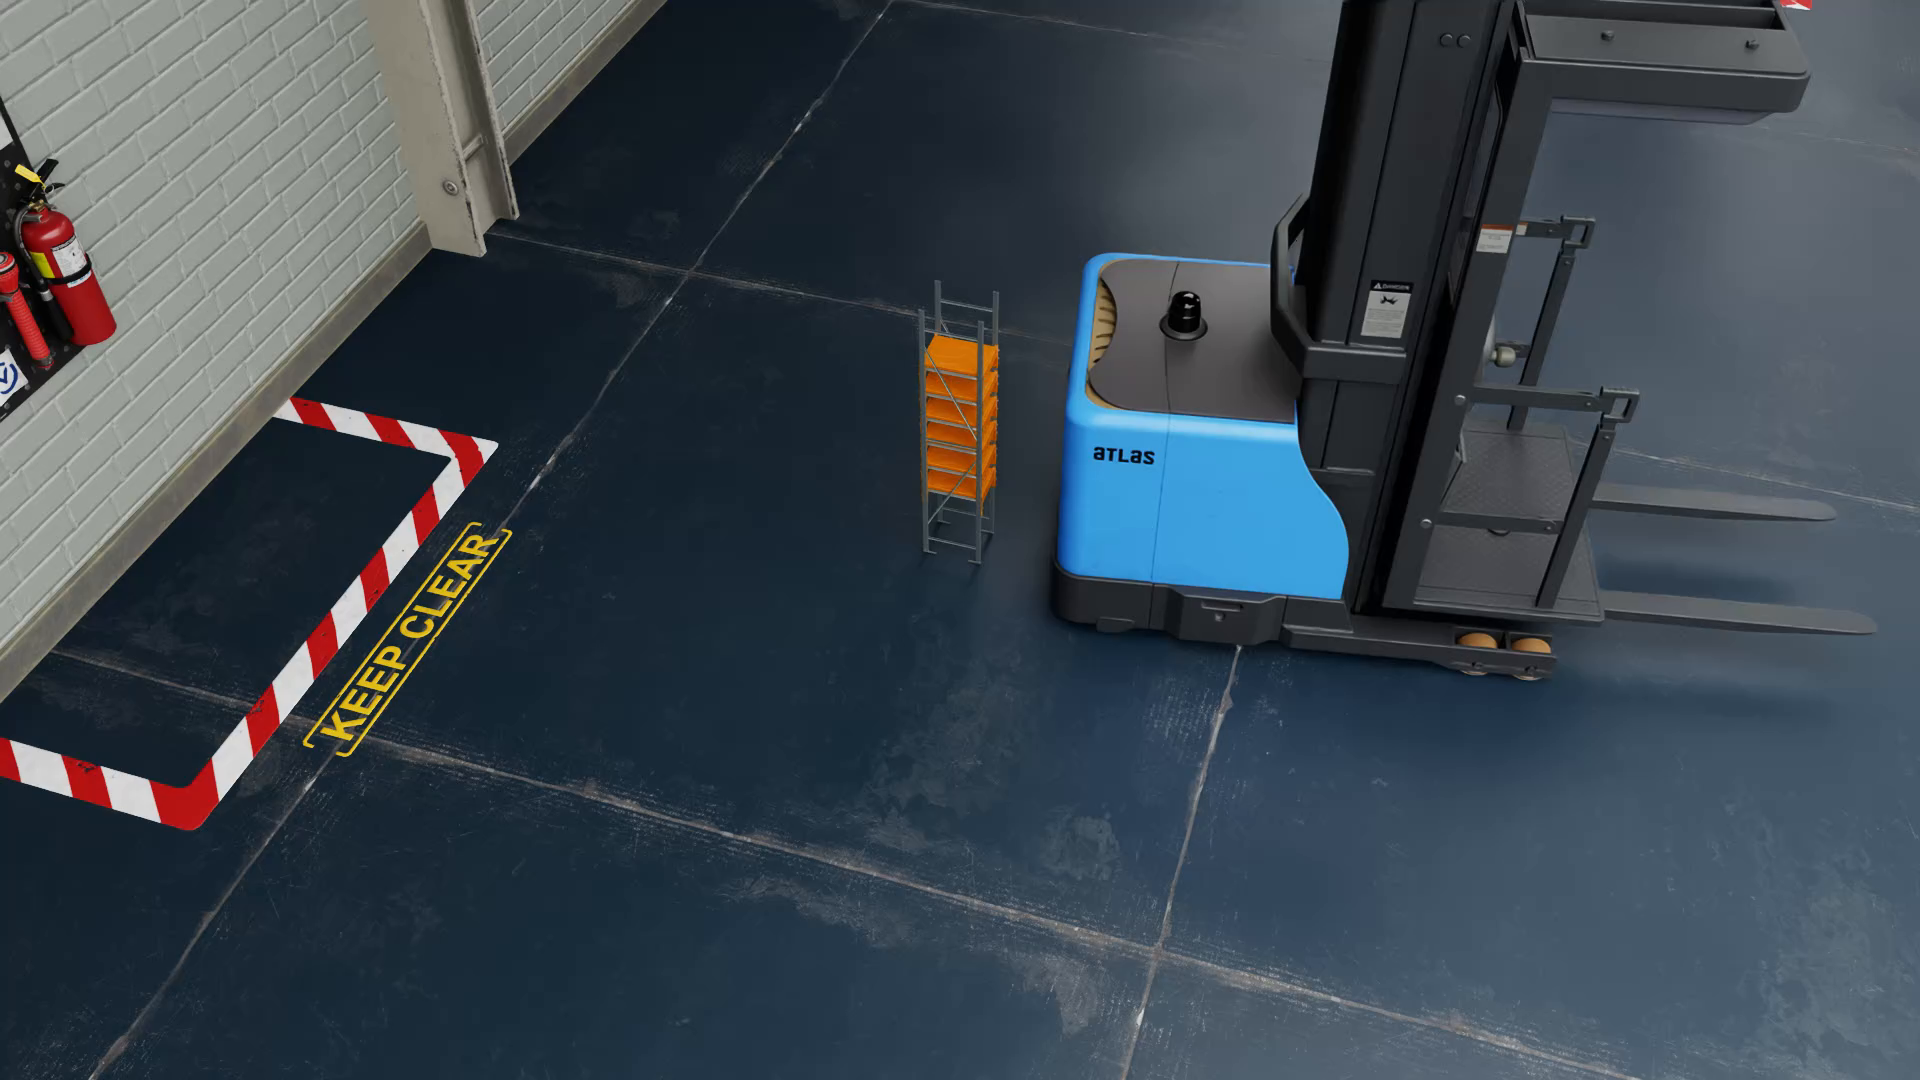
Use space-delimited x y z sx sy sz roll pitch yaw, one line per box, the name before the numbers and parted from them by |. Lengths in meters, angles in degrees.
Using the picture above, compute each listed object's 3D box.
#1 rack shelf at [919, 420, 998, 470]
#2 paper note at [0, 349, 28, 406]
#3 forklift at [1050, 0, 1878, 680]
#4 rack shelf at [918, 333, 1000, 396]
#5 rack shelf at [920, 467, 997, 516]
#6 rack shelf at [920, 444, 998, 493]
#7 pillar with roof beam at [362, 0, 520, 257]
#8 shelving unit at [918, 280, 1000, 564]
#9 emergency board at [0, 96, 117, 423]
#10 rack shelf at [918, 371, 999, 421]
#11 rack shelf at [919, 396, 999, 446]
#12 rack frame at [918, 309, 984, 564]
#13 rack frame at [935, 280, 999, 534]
rack shelf | -0.004 -0.387 6.352 0.258 0.103 0.180 13 46 12
paper note | -3.342 -0.569 5.817 0.016 0.148 0.142 13 46 13
forklift | 1.906 -0.921 5.596 3.031 2.935 1.130 5 45 5
rack shelf | -0.004 -0.645 6.100 0.258 0.103 0.180 13 46 12
rack shelf | -0.004 -0.216 6.519 0.258 0.103 0.180 13 46 12
rack shelf | -0.004 -0.302 6.436 0.258 0.103 0.180 13 46 12
pillar with roof beam | 1.665 -3.859 4.259 9.100 9.000 0.400 13 46 13
shelving unit | -0.004 -0.419 6.321 0.258 1.200 0.189 13 46 12
emergency board | -3.223 -0.987 5.614 0.194 1.169 0.643 13 46 13
rack shelf | -0.004 -0.559 6.184 0.258 0.103 0.180 13 46 12
rack shelf | -0.004 -0.473 6.268 0.258 0.103 0.180 13 46 12
rack frame | -0.032 -0.358 6.258 0.240 1.200 0.006 13 46 12
rack frame | 0.023 -0.480 6.383 0.240 1.200 0.006 13 46 12
